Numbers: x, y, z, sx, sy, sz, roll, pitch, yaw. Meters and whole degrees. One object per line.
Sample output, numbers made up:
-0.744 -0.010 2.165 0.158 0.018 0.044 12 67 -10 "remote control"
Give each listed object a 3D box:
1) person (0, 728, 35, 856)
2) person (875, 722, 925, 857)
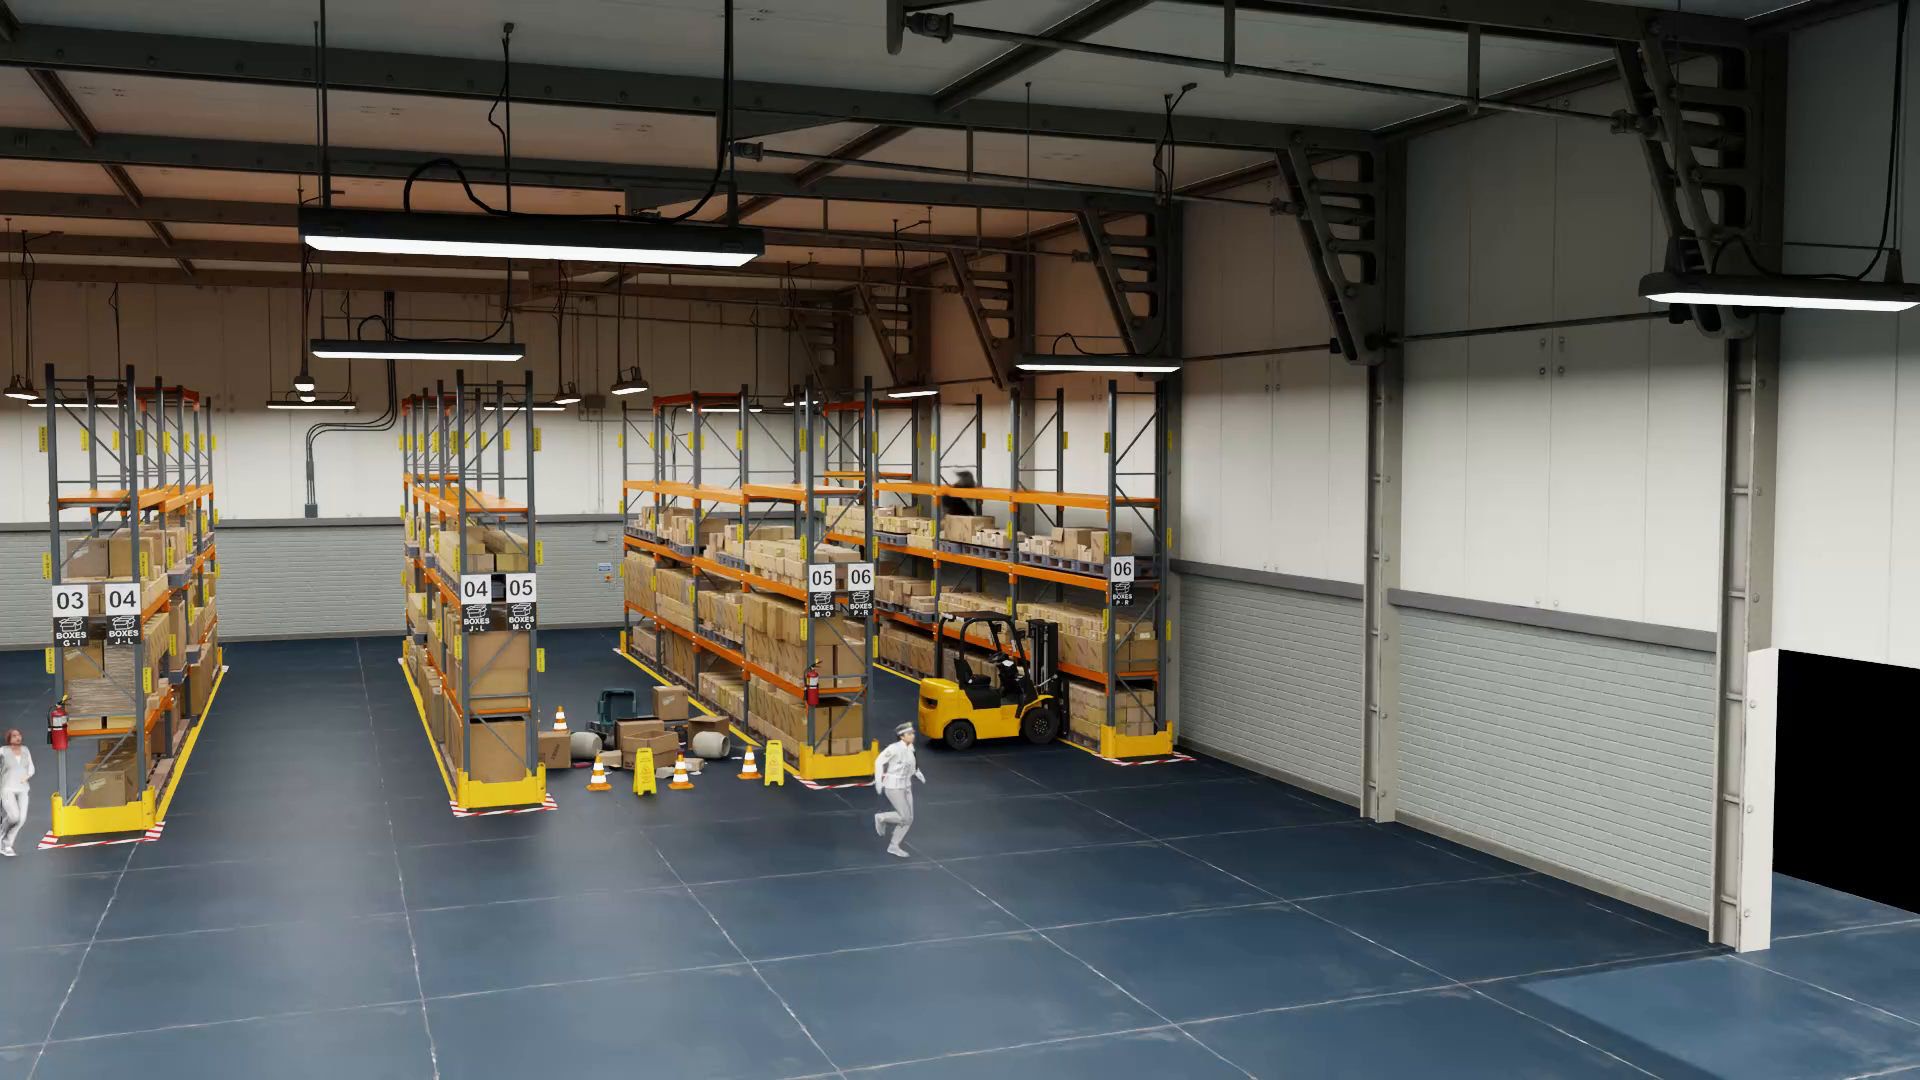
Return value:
-11.456 3.059 20.133 0.475 1.534 0.540 2 4 30 "person"
-0.739 3.018 20.203 0.640 1.649 0.653 2 4 34 "person"
